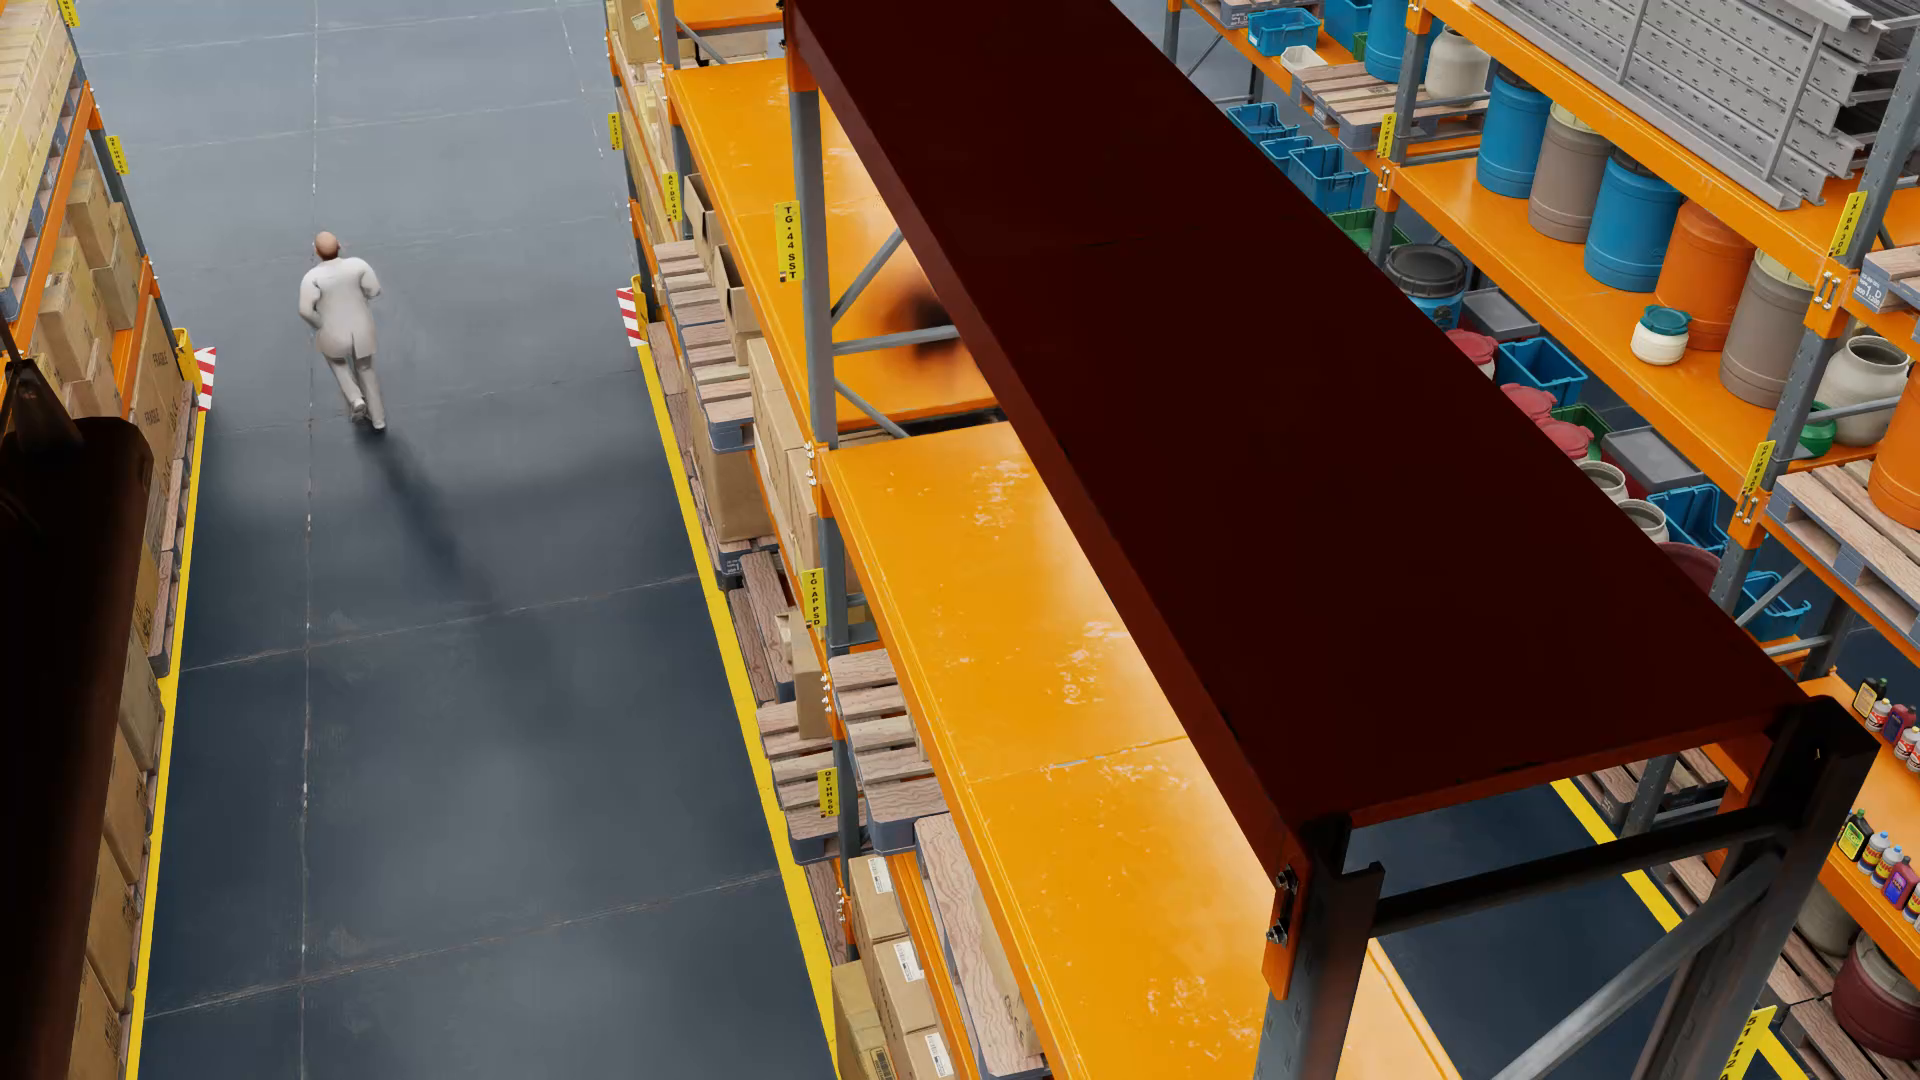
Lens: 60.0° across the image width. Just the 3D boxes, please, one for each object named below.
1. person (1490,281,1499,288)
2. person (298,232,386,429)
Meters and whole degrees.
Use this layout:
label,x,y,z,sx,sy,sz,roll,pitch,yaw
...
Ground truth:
label,x,y,z,sx,sy,sz,roll,pitch,yaw
person,4.656,-1.950,13.906,0.676,1.710,0.802,-16,41,-19
person,-5.054,-1.753,13.629,0.692,1.772,0.686,-21,43,-25
